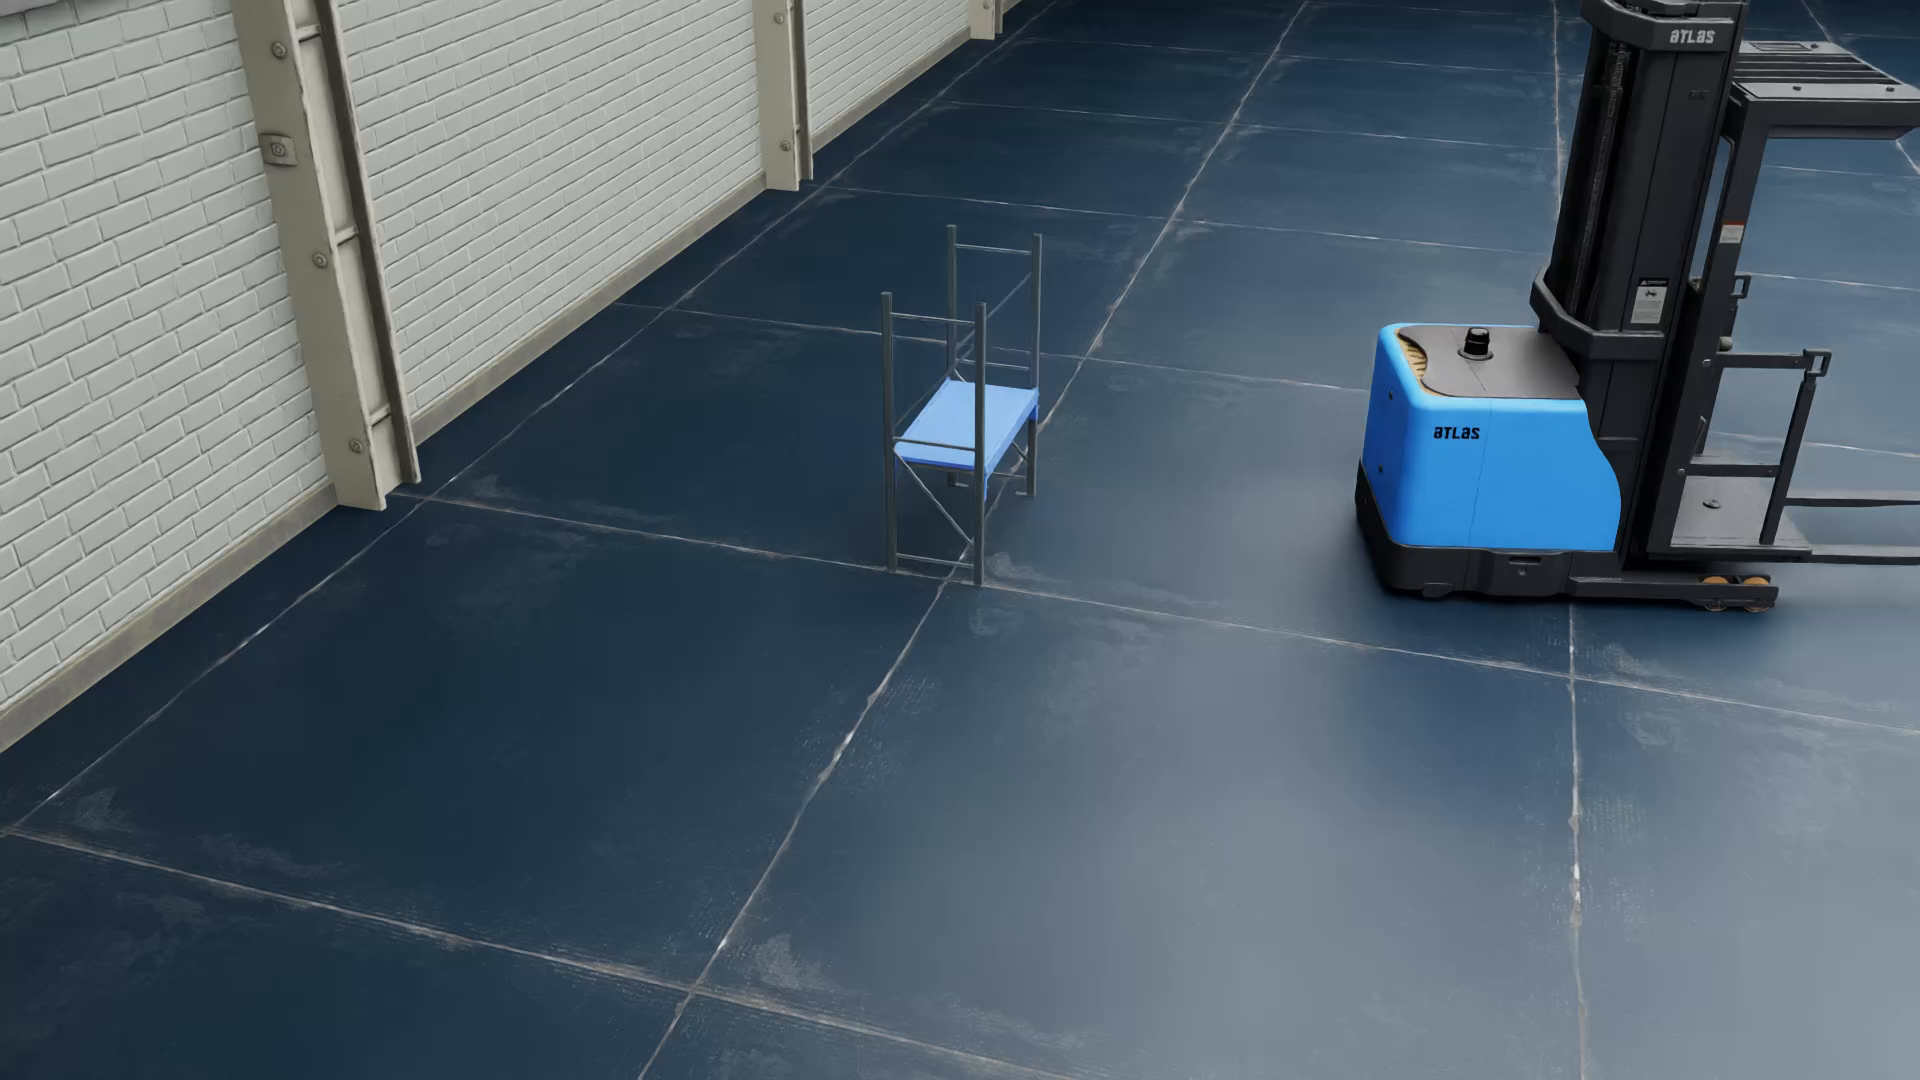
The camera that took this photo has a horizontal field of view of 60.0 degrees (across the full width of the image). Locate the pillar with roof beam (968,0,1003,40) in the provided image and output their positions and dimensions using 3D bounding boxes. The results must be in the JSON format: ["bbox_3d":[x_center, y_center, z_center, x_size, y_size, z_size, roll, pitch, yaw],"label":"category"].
[{"bbox_3d":[4.405,-9.166,15.969,9.100,9.000,0.400,8,30,15],"label":"pillar with roof beam"}]

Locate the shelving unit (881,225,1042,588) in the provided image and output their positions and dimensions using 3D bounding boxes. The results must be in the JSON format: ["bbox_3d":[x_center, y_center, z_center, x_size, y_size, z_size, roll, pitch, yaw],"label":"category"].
[{"bbox_3d":[0.025,-0.695,8.457,0.538,1.500,1.048,8,30,15],"label":"shelving unit"}]

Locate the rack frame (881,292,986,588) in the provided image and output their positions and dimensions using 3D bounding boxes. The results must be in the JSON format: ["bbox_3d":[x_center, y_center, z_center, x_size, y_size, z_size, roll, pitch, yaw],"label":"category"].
[{"bbox_3d":[-0.124,-0.459,8.032,0.500,1.500,0.032,8,30,15],"label":"rack frame"}]

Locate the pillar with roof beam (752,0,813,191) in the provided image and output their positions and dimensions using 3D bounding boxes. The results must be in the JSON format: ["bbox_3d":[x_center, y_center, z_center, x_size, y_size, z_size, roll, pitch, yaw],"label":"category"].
[{"bbox_3d":[2.644,-6.377,10.957,9.100,9.000,0.400,8,30,15],"label":"pillar with roof beam"}]

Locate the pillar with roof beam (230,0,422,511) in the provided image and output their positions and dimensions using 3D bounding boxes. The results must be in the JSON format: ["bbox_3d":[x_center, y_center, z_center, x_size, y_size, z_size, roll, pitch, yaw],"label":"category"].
[{"bbox_3d":[0.883,-3.589,5.945,9.100,9.000,0.400,8,30,15],"label":"pillar with roof beam"}]

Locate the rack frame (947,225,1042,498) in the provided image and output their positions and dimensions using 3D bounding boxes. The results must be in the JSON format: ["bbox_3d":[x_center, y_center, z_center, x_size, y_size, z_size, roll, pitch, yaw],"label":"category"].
[{"bbox_3d":[0.174,-0.931,8.881,0.500,1.500,0.032,8,30,15],"label":"rack frame"}]

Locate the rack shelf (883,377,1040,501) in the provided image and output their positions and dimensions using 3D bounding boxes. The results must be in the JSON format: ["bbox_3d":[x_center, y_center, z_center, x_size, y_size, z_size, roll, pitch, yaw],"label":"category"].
[{"bbox_3d":[0.025,-0.538,8.544,0.538,0.185,1.000,8,30,15],"label":"rack shelf"}]

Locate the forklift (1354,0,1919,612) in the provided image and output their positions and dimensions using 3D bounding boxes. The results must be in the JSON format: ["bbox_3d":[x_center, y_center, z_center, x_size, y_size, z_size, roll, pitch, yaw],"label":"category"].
[{"bbox_3d":[3.626,-1.195,7.884,3.031,2.935,1.130,1,29,2],"label":"forklift"}]
